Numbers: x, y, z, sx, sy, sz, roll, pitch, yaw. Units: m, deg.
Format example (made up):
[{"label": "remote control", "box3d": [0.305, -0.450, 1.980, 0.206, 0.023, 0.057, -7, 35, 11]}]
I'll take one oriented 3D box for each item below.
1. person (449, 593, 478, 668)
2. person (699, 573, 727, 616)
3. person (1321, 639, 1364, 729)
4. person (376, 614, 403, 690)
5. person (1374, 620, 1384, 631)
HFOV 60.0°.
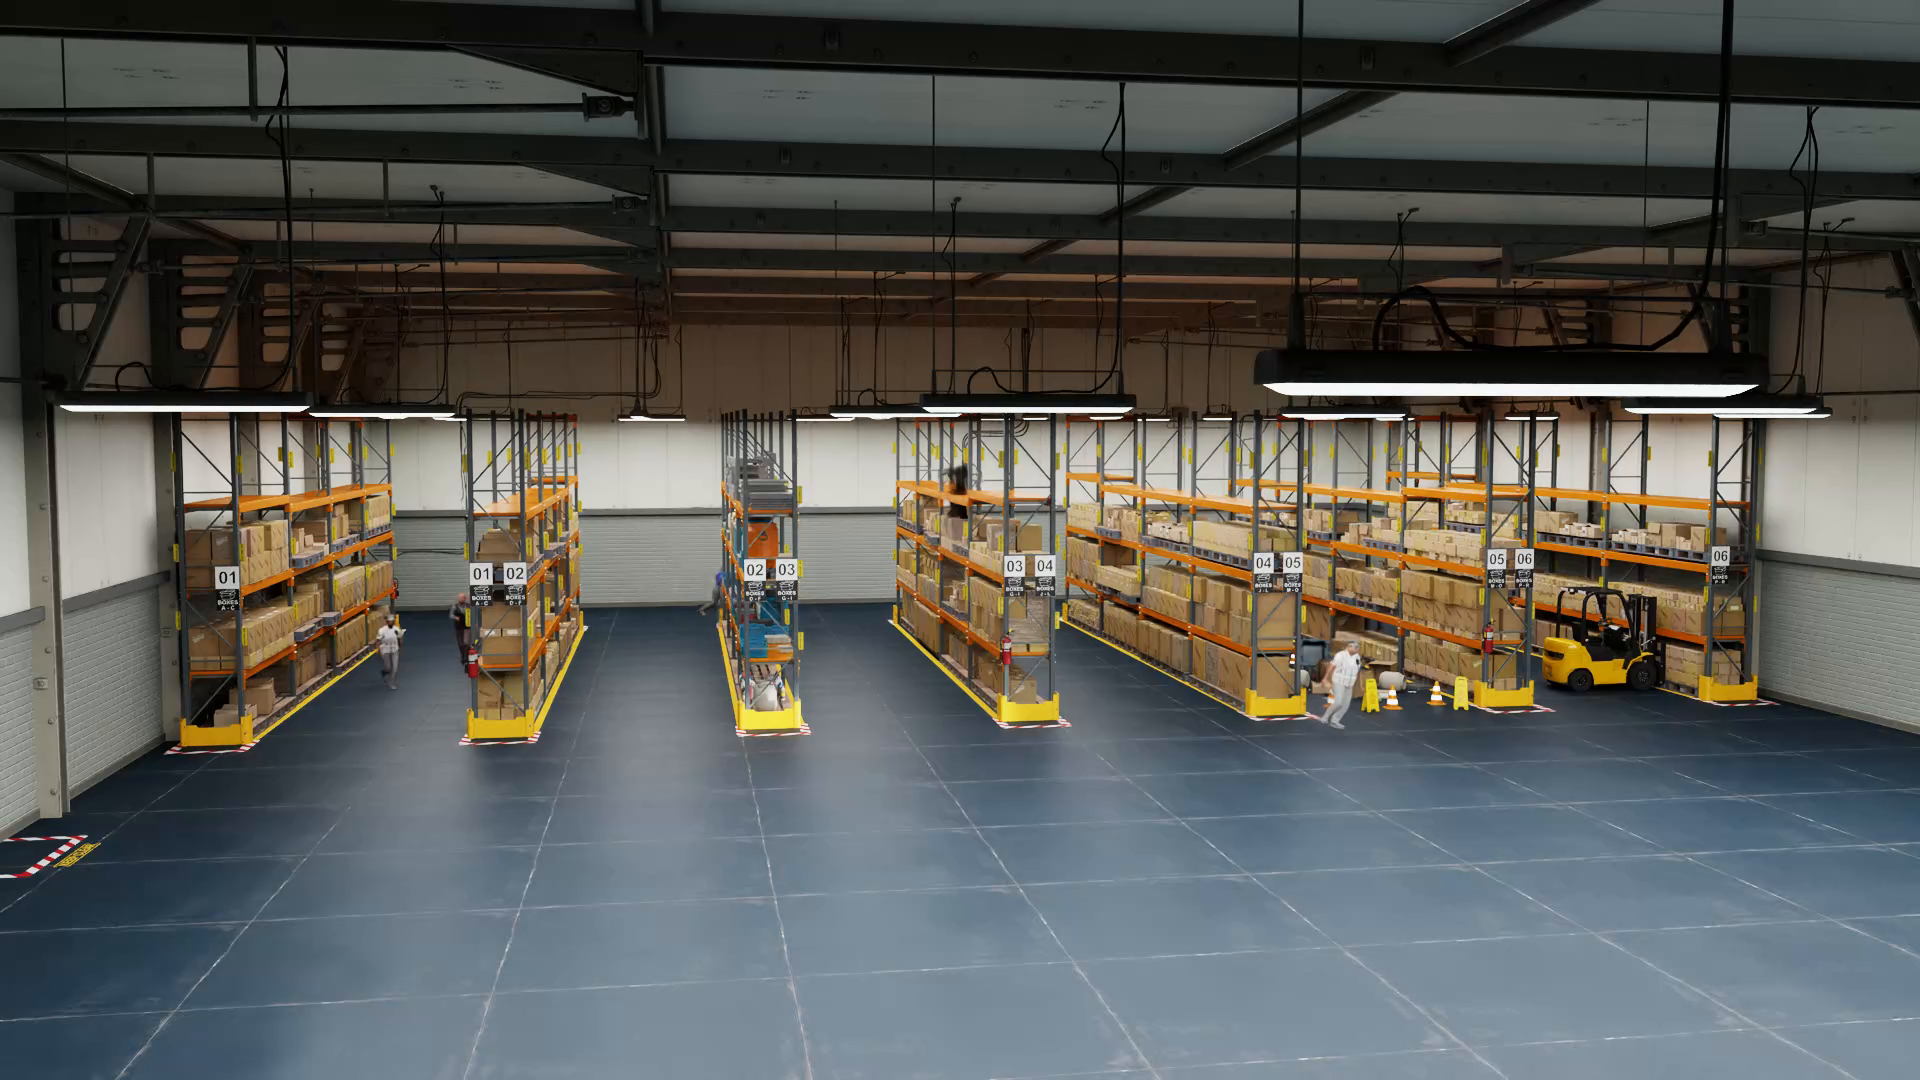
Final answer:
[{"label": "person", "box3d": [-11.719, 2.133, 39.227, 0.596, 1.775, 0.833, 0, 4, -4]}, {"label": "person", "box3d": [-7.195, 1.556, 48.780, 0.959, 1.612, 0.602, -1, 4, -16]}, {"label": "person", "box3d": [7.178, 2.700, 31.253, 0.708, 1.708, 0.604, -2, 4, -28]}, {"label": "person", "box3d": [-12.319, 2.409, 35.916, 0.563, 1.632, 0.589, -2, 5, -31]}, {"label": "person", "box3d": [11.305, 1.732, 45.834, 0.601, 1.626, 0.947, -2, 4, -24]}]
